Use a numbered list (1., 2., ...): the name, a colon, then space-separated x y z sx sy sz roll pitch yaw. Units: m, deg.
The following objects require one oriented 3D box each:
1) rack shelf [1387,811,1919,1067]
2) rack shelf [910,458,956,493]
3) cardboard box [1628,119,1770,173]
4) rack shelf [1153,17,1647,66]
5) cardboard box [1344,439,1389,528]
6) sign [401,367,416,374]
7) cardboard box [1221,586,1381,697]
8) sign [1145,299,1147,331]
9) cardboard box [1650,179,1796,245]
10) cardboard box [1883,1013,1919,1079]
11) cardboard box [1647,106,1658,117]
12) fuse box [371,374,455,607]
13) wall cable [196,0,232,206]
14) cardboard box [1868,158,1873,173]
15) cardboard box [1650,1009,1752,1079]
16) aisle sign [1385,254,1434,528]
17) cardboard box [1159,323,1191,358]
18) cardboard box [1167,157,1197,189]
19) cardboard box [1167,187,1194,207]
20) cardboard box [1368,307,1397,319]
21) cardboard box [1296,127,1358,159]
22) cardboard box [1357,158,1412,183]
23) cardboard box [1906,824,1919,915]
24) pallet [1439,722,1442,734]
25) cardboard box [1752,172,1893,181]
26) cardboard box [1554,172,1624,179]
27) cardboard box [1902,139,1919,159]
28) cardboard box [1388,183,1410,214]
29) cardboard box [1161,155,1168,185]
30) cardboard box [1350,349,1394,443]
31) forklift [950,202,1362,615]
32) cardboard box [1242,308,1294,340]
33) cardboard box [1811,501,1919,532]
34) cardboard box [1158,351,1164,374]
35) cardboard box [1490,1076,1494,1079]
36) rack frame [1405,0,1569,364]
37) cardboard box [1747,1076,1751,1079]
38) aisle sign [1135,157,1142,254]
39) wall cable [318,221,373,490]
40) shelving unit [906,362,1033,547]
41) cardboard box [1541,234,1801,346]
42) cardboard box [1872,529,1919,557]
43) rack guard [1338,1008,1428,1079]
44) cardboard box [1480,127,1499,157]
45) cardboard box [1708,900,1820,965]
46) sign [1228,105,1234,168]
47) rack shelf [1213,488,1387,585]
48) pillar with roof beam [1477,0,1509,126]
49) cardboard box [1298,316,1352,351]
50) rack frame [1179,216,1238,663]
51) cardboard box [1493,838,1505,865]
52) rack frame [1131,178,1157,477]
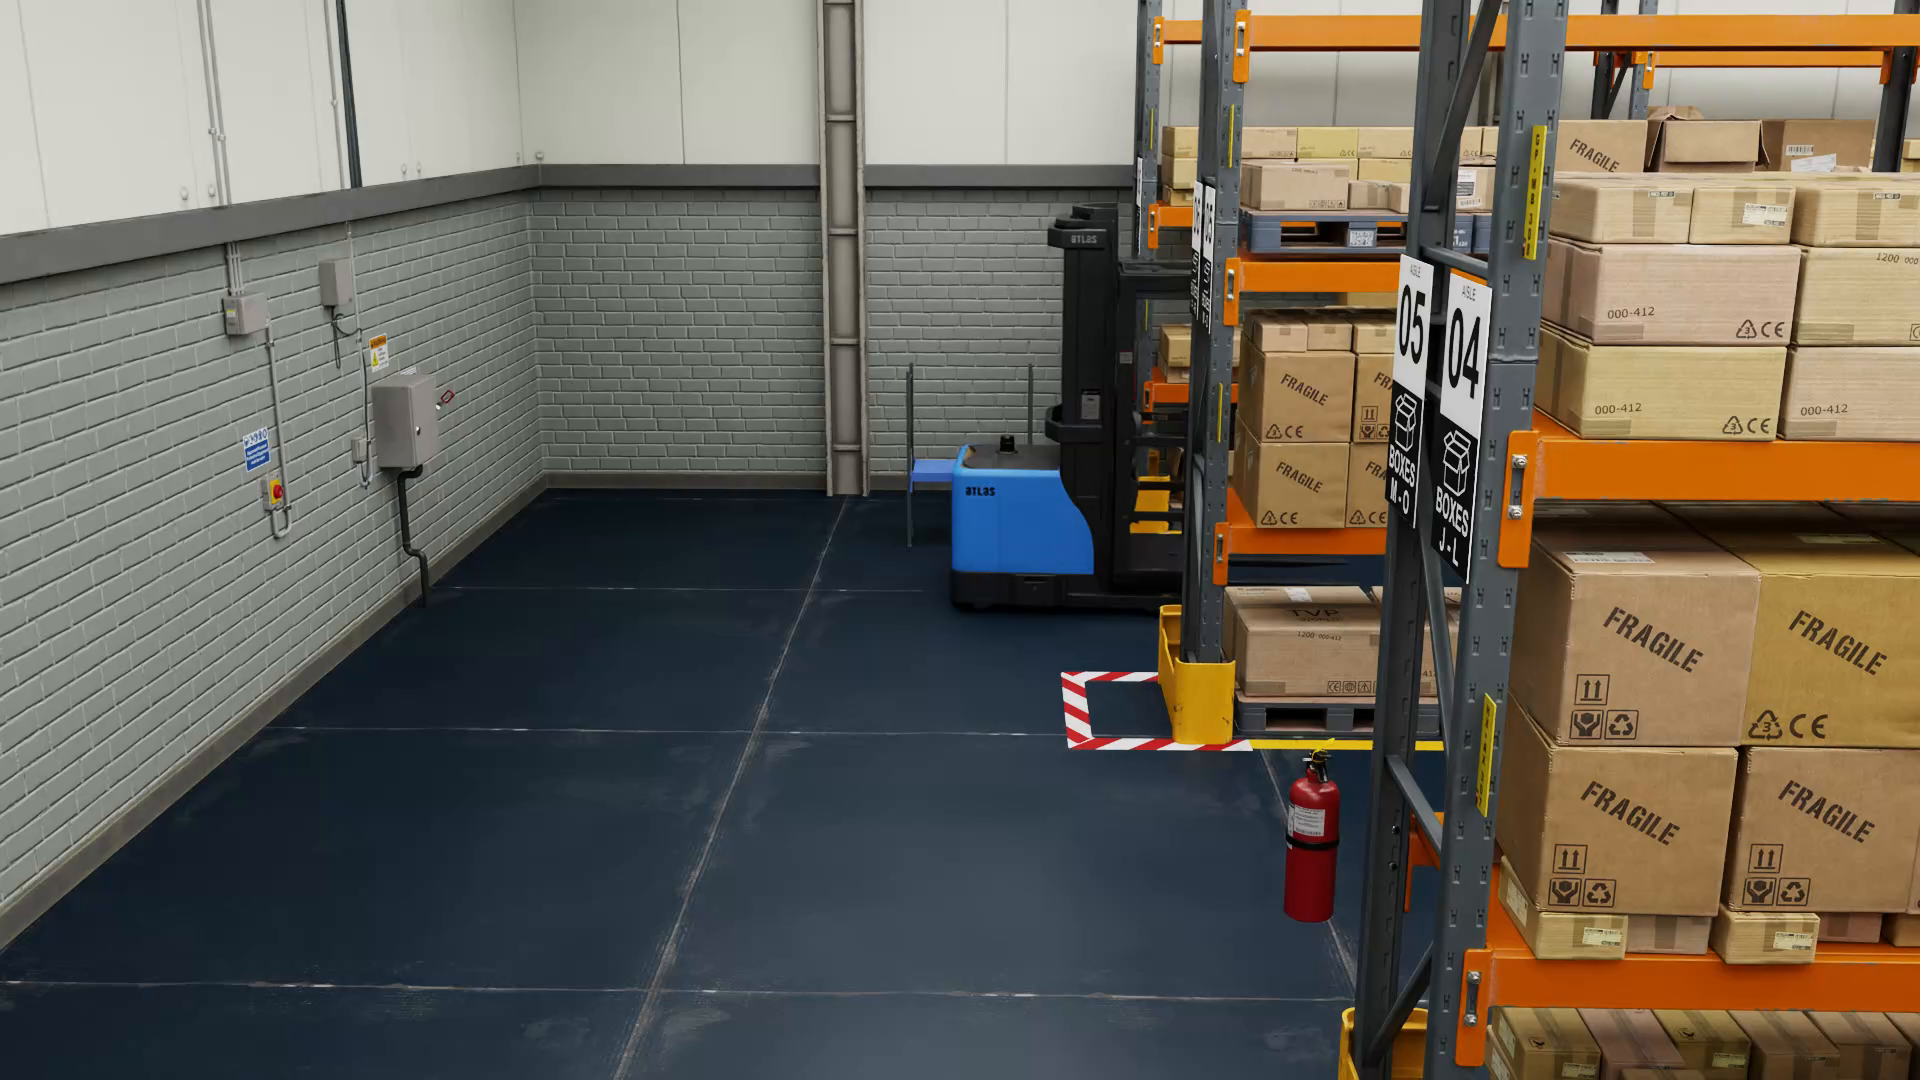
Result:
1. rack shelf: 3.447 1.228 5.215 4.000 0.370 1.077 0 15 1
2. rack shelf: 0.085 -0.551 14.192 1.000 0.185 0.538 0 15 1
3. cardboard box: 4.123 -2.122 9.401 0.637 0.503 0.797 2 15 6
4. rack shelf: 3.595 -4.200 14.035 4.000 0.370 1.077 0 15 1
5. cardboard box: 2.452 -0.372 9.672 0.500 0.500 0.500 0 15 1
6. sign: -4.160 -1.043 12.598 0.001 0.494 0.329 0 15 1
7. cardboard box: 2.135 0.619 10.314 0.875 0.438 0.875 0 15 0
8. sign: 1.582 -1.942 14.123 0.005 0.325 0.100 0 15 1
9. cardboard box: 2.020 -0.879 4.443 0.250 0.149 0.380 1 15 4
10. cardboard box: 3.283 1.715 5.559 0.250 0.149 0.380 0 15 0
11. cardboard box: 5.902 -3.575 14.210 0.258 0.266 0.396 0 15 1
12. fuse box: -3.965 -0.338 12.268 0.414 1.711 0.539 0 15 1
13. wall cable: -4.221 -3.262 9.063 0.029 3.000 0.463 0 15 1
14. cardboard box: 7.420 -3.109 13.837 0.250 0.149 0.380 1 15 3
15. cardboard box: 2.495 1.679 5.694 0.250 0.149 0.380 0 15 0
16. aisle sign: 1.382 -0.467 5.133 0.004 0.787 0.394 0 15 1
17. cardboard box: 2.062 -1.798 14.984 0.500 0.250 0.500 1 15 3
18. cardboard box: 2.032 -3.111 14.081 0.500 0.250 0.500 0 15 1
19. cardboard box: 1.909 -2.929 14.175 0.250 0.149 0.380 1 15 3
20. cardboard box: 2.602 -1.302 9.968 0.250 0.149 0.380 1 15 3
21. cardboard box: 3.044 -3.350 14.009 0.500 0.250 0.500 0 15 1
22. cardboard box: 3.570 -3.109 14.074 0.500 0.250 0.500 0 15 1
23. cardboard box: 2.914 0.752 4.831 0.500 0.500 0.500 1 15 2
24. pallet: 3.491 0.947 10.339 1.213 0.211 1.003 0 15 1
25. cardboard box: 2.555 -1.016 4.962 0.250 0.149 0.380 1 15 2
26. cardboard box: 1.787 -1.018 4.970 0.250 0.149 0.380 0 15 1
27. cardboard box: 7.945 -3.259 13.863 0.250 0.149 0.380 0 15 2
28. cardboard box: 2.555 -1.910 9.294 0.250 0.149 0.380 1 15 3
29. cardboard box: 2.047 -3.250 14.609 0.500 0.250 0.500 0 15 0
30. cardboard box: 2.462 -0.850 9.526 0.500 0.500 0.500 0 15 0
31. forklift: 1.470 -0.986 12.334 3.031 2.935 1.130 1 15 4
32. cardboard box: 1.837 -1.290 9.922 0.250 0.149 0.380 1 15 2
33. cardboard box: 2.938 0.136 5.207 0.500 0.500 0.500 1 15 4
34. cardboard box: 1.934 -1.606 15.041 0.250 0.149 0.380 0 15 1
35. cardboard box: 1.979 1.993 5.671 0.250 0.149 0.380 1 15 2
36. rack frame: 1.447 -2.033 4.407 0.127 3.000 1.000 0 15 1
37. cardboard box: 2.768 1.860 5.591 0.250 0.149 0.380 0 15 1
38. aisle sign: 1.520 -2.844 14.144 0.004 0.787 0.394 0 15 1
39. wall cable: -4.140 -1.280 11.318 0.122 1.984 0.588 0 15 1
40. shelving unit: 0.085 -0.725 14.147 1.048 1.500 0.538 0 15 1
41. cardboard box: 1.890 -0.683 4.483 0.500 0.250 0.500 1 15 2
42. cardboard box: 2.913 0.273 4.686 0.500 0.500 0.500 0 15 0
43. rack guard: 1.523 2.076 5.490 0.348 0.500 1.175 0 15 1
44. cardboard box: 4.576 -3.342 13.978 0.500 0.250 0.500 0 15 1
45. cardboard box: 2.286 1.081 4.855 0.250 0.149 0.380 0 15 0
46. sign: 1.453 -2.166 8.919 0.005 0.325 0.100 0 15 1
47. rack shelf: 3.472 -0.035 10.002 4.000 0.370 1.077 0 15 1
48. pillar with roof beam: 4.812 -3.673 10.621 0.400 9.000 9.100 0 15 1
49. cardboard box: 2.084 -1.185 9.523 0.250 0.149 0.380 1 15 3
50. rack frame: 1.473 -0.396 9.960 0.127 3.000 1.000 0 15 1
51. cardboard box: 1.781 0.919 5.470 0.250 0.149 0.380 0 15 1
52. rack frame: 1.596 -1.662 14.758 0.127 3.000 1.000 0 15 1
